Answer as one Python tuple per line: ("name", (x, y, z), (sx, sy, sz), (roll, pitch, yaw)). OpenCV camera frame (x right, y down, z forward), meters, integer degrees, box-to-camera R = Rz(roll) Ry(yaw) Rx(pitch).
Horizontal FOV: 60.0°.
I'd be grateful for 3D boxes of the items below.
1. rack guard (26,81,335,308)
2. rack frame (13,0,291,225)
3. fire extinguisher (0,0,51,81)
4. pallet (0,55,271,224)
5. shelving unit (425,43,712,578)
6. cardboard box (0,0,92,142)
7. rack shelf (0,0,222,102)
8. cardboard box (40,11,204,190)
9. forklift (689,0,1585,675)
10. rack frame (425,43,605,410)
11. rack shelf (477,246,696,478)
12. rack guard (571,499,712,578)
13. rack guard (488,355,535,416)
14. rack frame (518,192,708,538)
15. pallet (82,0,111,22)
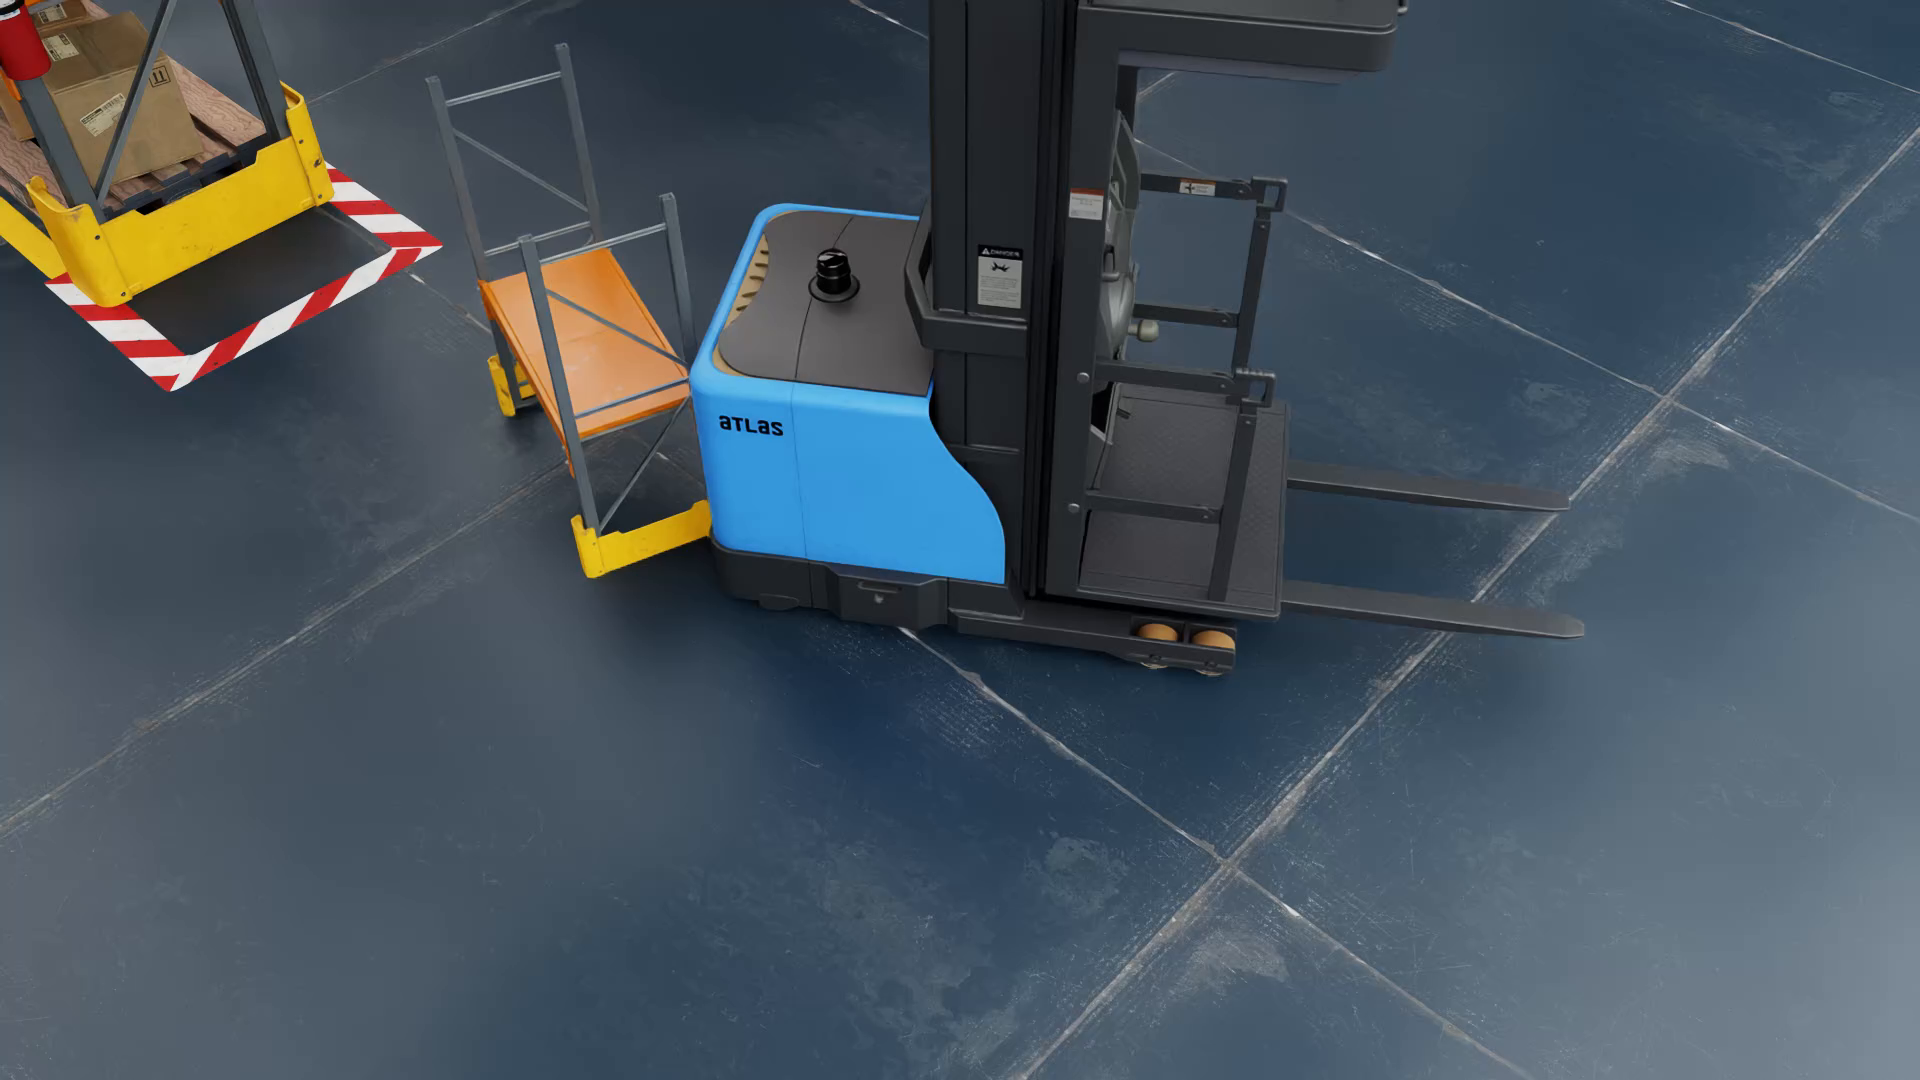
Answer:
("rack guard", (-3.416, -1.554, 7.366), (0.348, 0.500, 1.175), (34, 55, 28))
("rack frame", (-3.361, -2.372, 6.420), (0.127, 3.000, 1.000), (34, 55, 28))
("fire extinguisher", (-3.589, -2.042, 6.163), (0.183, 0.674, 0.296), (34, 55, 28))
("pallet", (-3.989, -1.876, 7.867), (1.213, 0.211, 1.003), (34, 55, 28))
("shelving unit", (-1.362, -0.815, 5.986), (0.587, 1.500, 1.083), (-21, 50, -19))
("cardboard box", (-4.271, -2.255, 7.737), (0.500, 0.500, 0.500), (-25, 52, -21))
("rack shelf", (-4.830, -3.115, 7.611), (4.000, 0.370, 1.077), (34, 55, 28))
("cardboard box", (-3.808, -1.978, 7.476), (0.500, 0.500, 0.500), (-28, 53, -24))
("forklift", (0.682, -0.951, 5.132), (3.031, 2.935, 1.130), (7, 47, 7))
("rack frame", (-1.597, -1.136, 6.288), (0.500, 1.500, 0.032), (-21, 50, -19))
("rack shelf", (-1.357, -0.686, 6.112), (0.538, 0.185, 1.000), (-21, 50, -19))
("rack guard", (-1.127, -0.067, 6.141), (0.587, 0.250, 0.087), (-21, 50, -19))
("rack guard", (-1.596, -0.707, 6.743), (0.587, 0.250, 0.087), (-21, 50, -19))
("rack frame", (-1.118, -0.482, 5.674), (0.500, 1.500, 0.032), (-21, 50, -19))
("pallet", (-4.882, -2.479, 8.433), (1.213, 0.211, 1.003), (34, 55, 28))
